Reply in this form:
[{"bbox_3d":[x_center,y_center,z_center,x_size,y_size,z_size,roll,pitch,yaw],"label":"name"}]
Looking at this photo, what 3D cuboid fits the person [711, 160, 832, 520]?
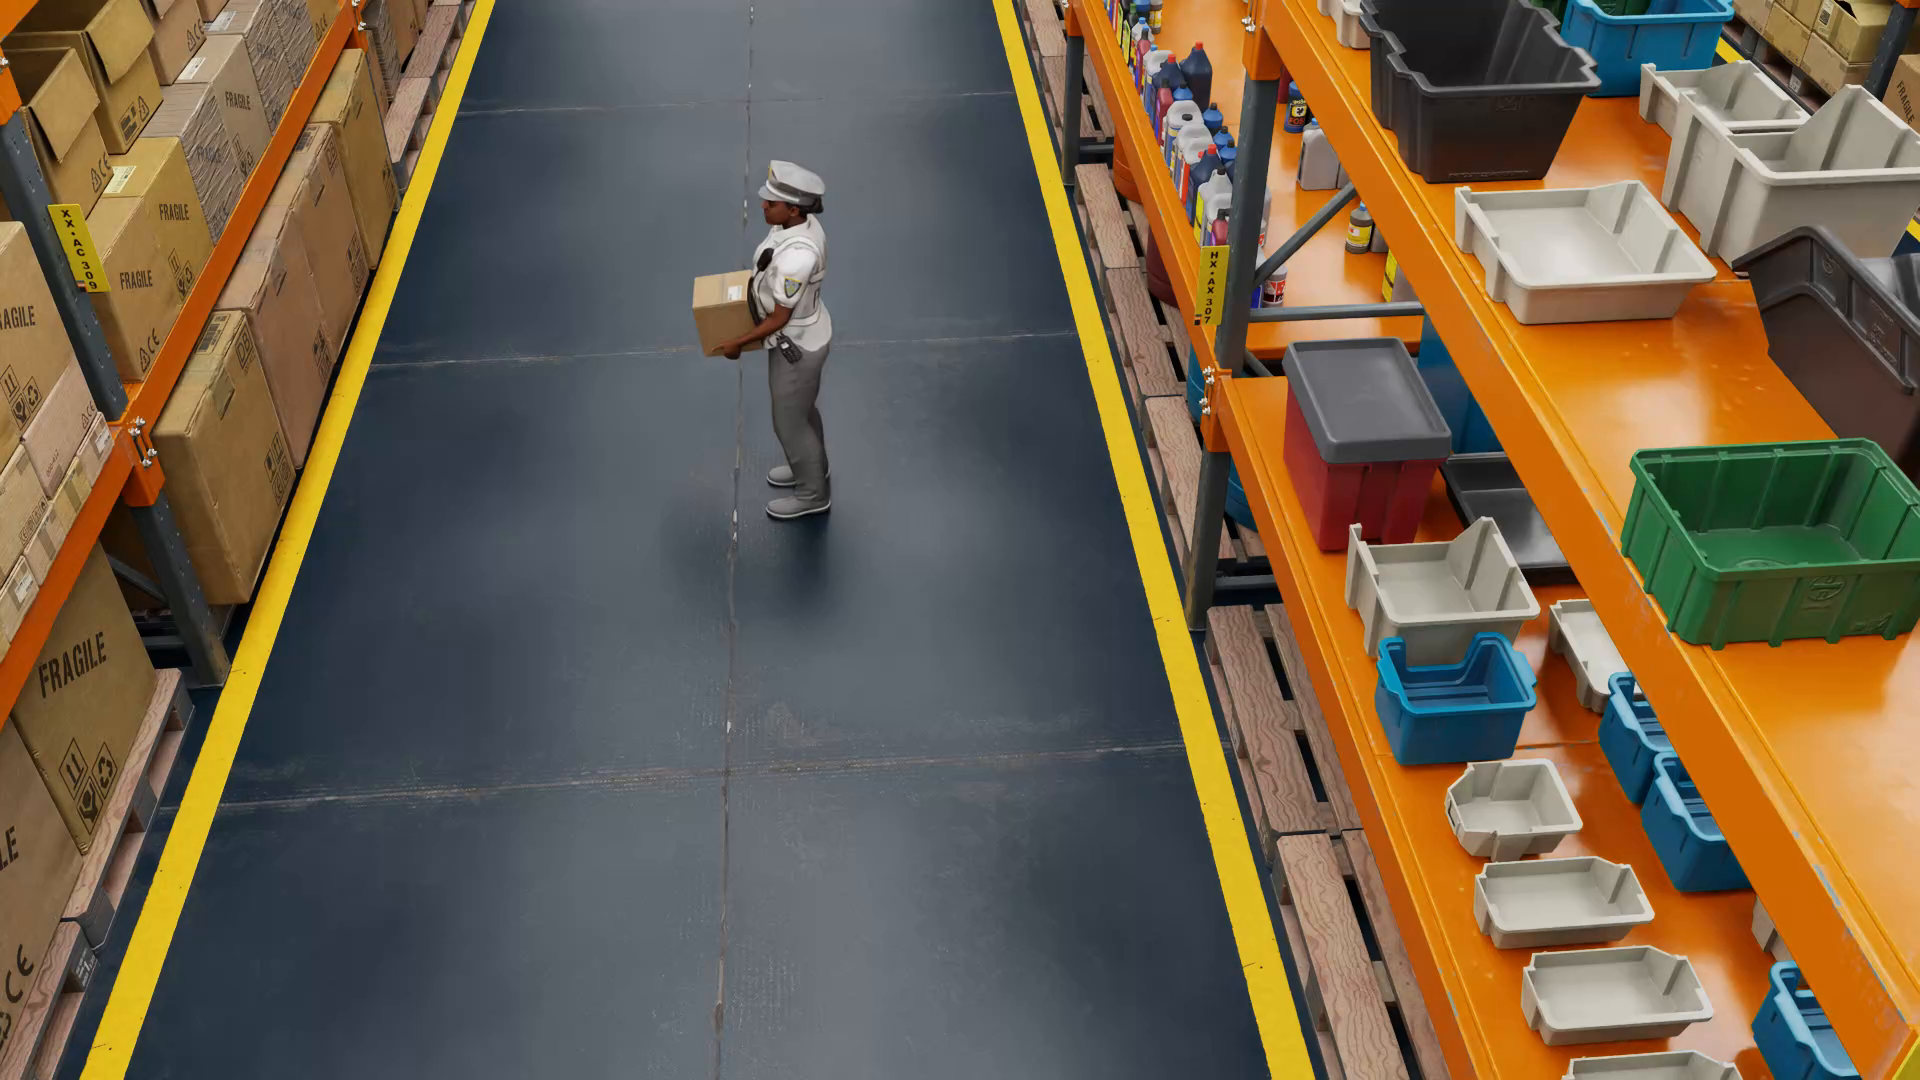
[{"bbox_3d":[-0.804,-0.856,7.182,0.520,1.690,0.449,-3,39,-3],"label":"person"}]
